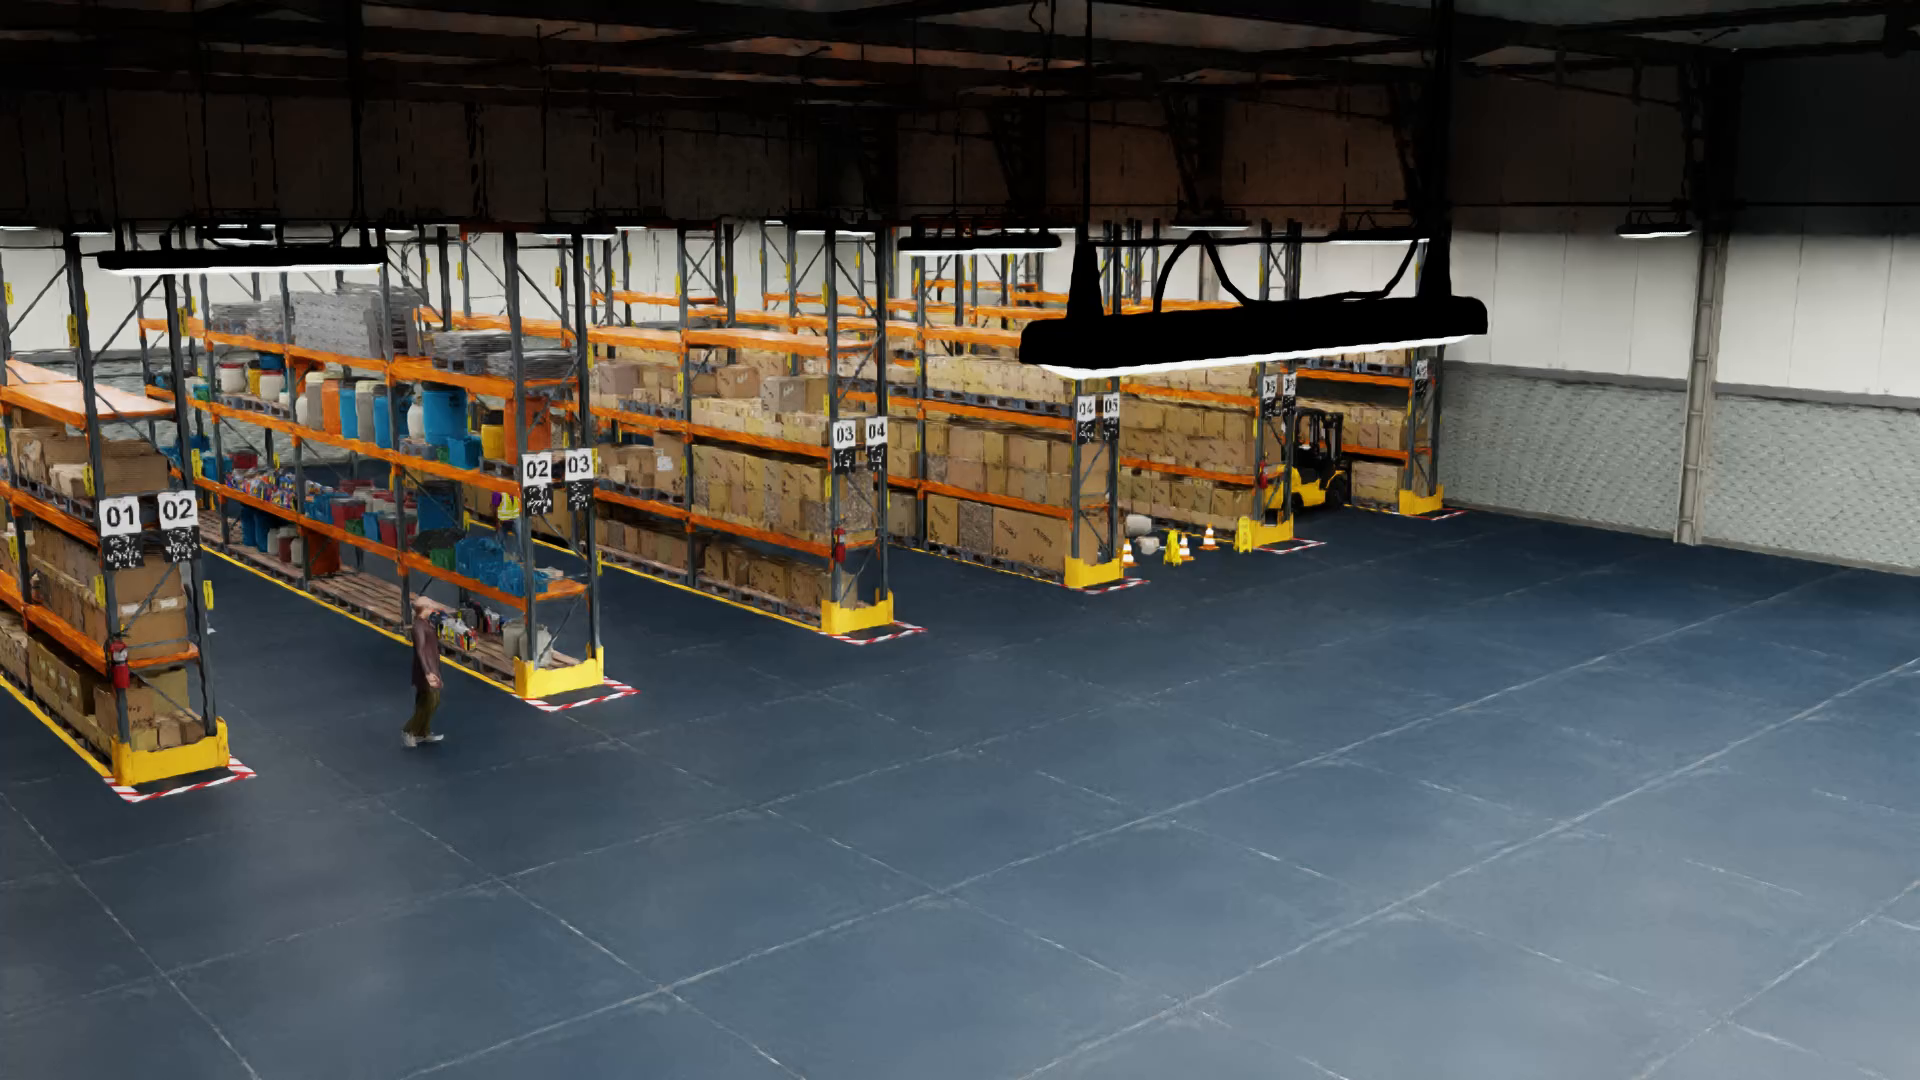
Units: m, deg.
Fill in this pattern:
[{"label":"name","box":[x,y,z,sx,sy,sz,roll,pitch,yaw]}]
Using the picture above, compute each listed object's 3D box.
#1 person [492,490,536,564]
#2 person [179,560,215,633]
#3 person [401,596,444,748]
[{"label":"person","box":[-8.012,-0.401,29.527,0.577,1.691,1.121,-9,15,-38]},{"label":"person","box":[-11.564,0.608,24.729,1.018,1.604,0.444,10,15,39]},{"label":"person","box":[-6.376,1.556,19.629,0.462,1.770,0.759,-3,12,-13]}]
